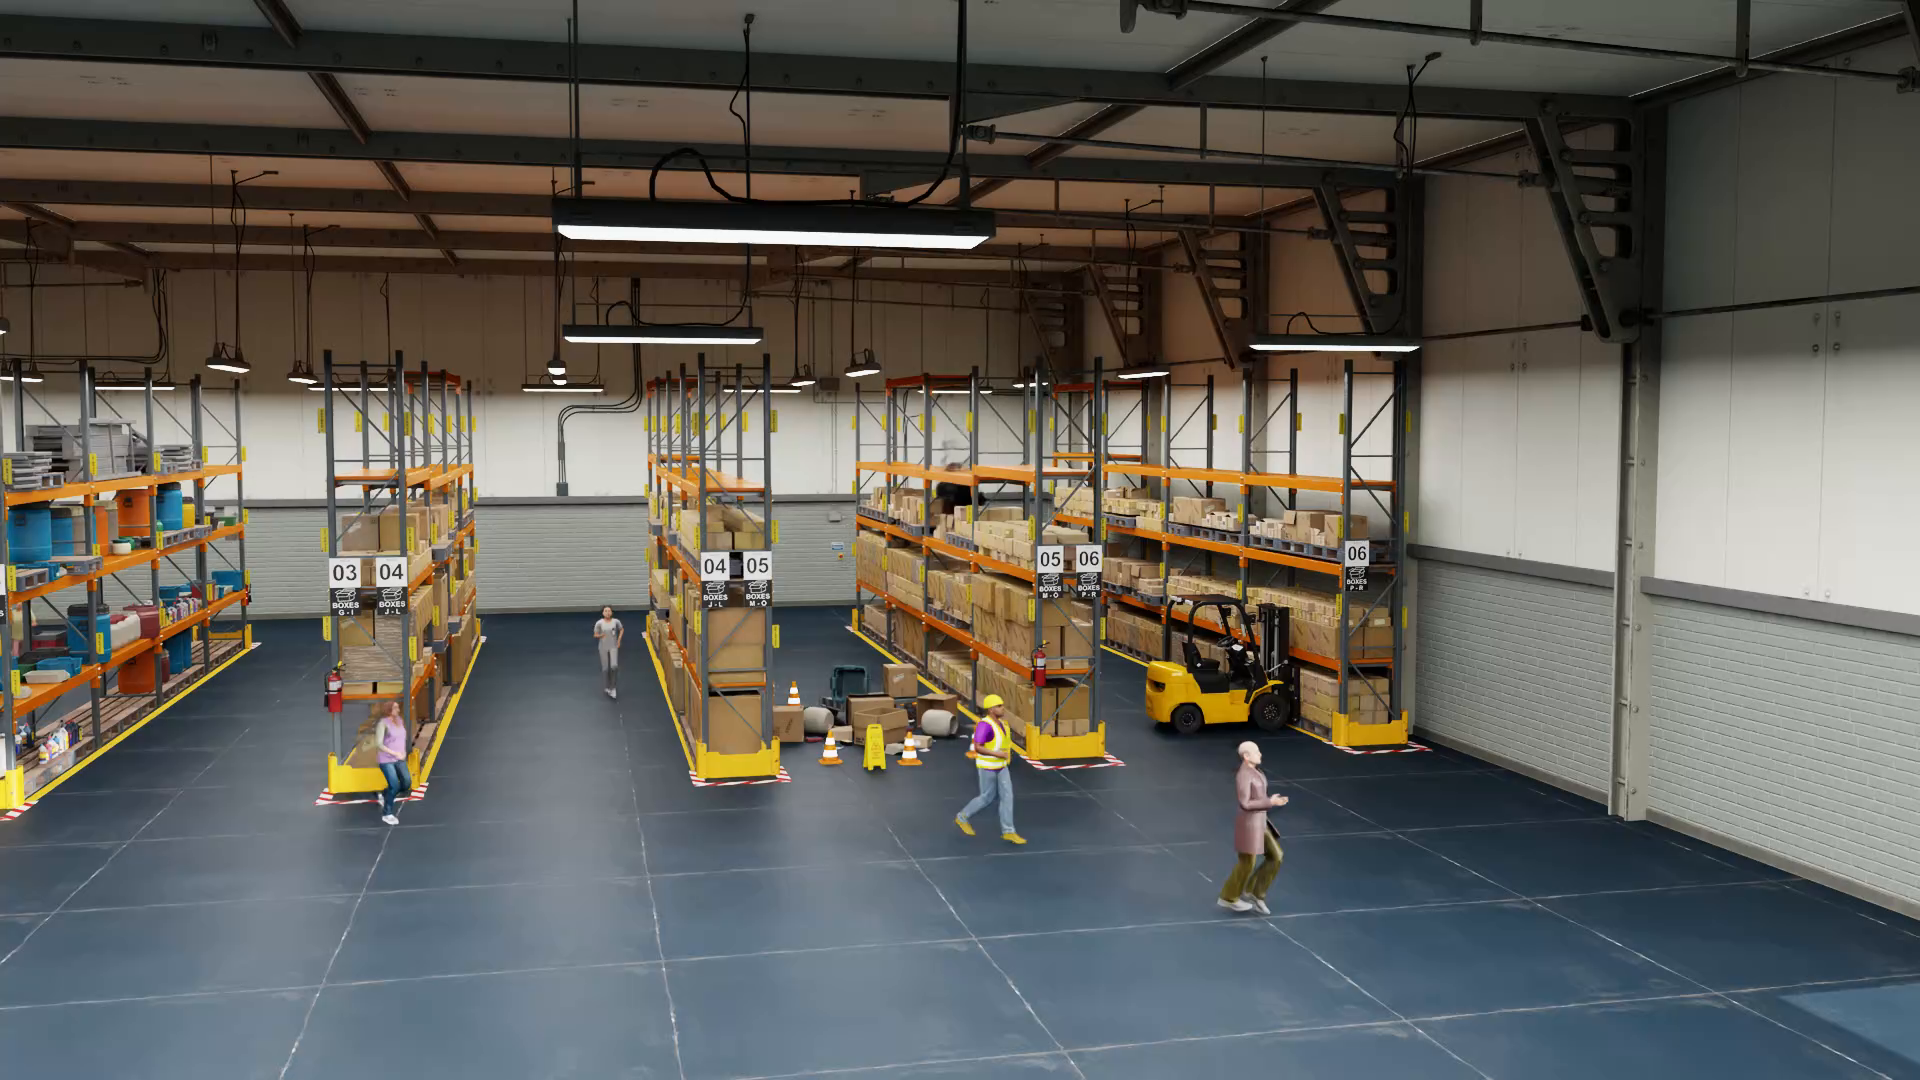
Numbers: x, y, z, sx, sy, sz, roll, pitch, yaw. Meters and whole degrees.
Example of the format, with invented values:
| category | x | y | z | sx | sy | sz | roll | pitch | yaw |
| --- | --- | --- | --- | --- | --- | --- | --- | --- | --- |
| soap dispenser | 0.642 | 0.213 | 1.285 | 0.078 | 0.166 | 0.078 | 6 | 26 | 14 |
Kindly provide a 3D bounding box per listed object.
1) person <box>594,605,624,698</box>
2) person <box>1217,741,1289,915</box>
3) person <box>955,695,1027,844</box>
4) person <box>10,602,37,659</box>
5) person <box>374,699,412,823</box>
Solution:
| category | x | y | z | sx | sy | sz | roll | pitch | yaw |
| --- | --- | --- | --- | --- | --- | --- | --- | --- | --- |
| person | -6.456 | 2.047 | 30.578 | 0.544 | 1.700 | 0.691 | -1 | 4 | -12 |
| person | 2.999 | 2.949 | 16.914 | 0.754 | 1.814 | 0.688 | 2 | 4 | 27 |
| person | 0.363 | 2.731 | 19.910 | 0.913 | 1.775 | 0.693 | 2 | 5 | 30 |
| person | -18.044 | 1.918 | 31.963 | 0.570 | 1.665 | 0.960 | -2 | 4 | -21 |
| person | -7.124 | 2.775 | 20.906 | 0.560 | 1.562 | 0.579 | 2 | 4 | 22 |
